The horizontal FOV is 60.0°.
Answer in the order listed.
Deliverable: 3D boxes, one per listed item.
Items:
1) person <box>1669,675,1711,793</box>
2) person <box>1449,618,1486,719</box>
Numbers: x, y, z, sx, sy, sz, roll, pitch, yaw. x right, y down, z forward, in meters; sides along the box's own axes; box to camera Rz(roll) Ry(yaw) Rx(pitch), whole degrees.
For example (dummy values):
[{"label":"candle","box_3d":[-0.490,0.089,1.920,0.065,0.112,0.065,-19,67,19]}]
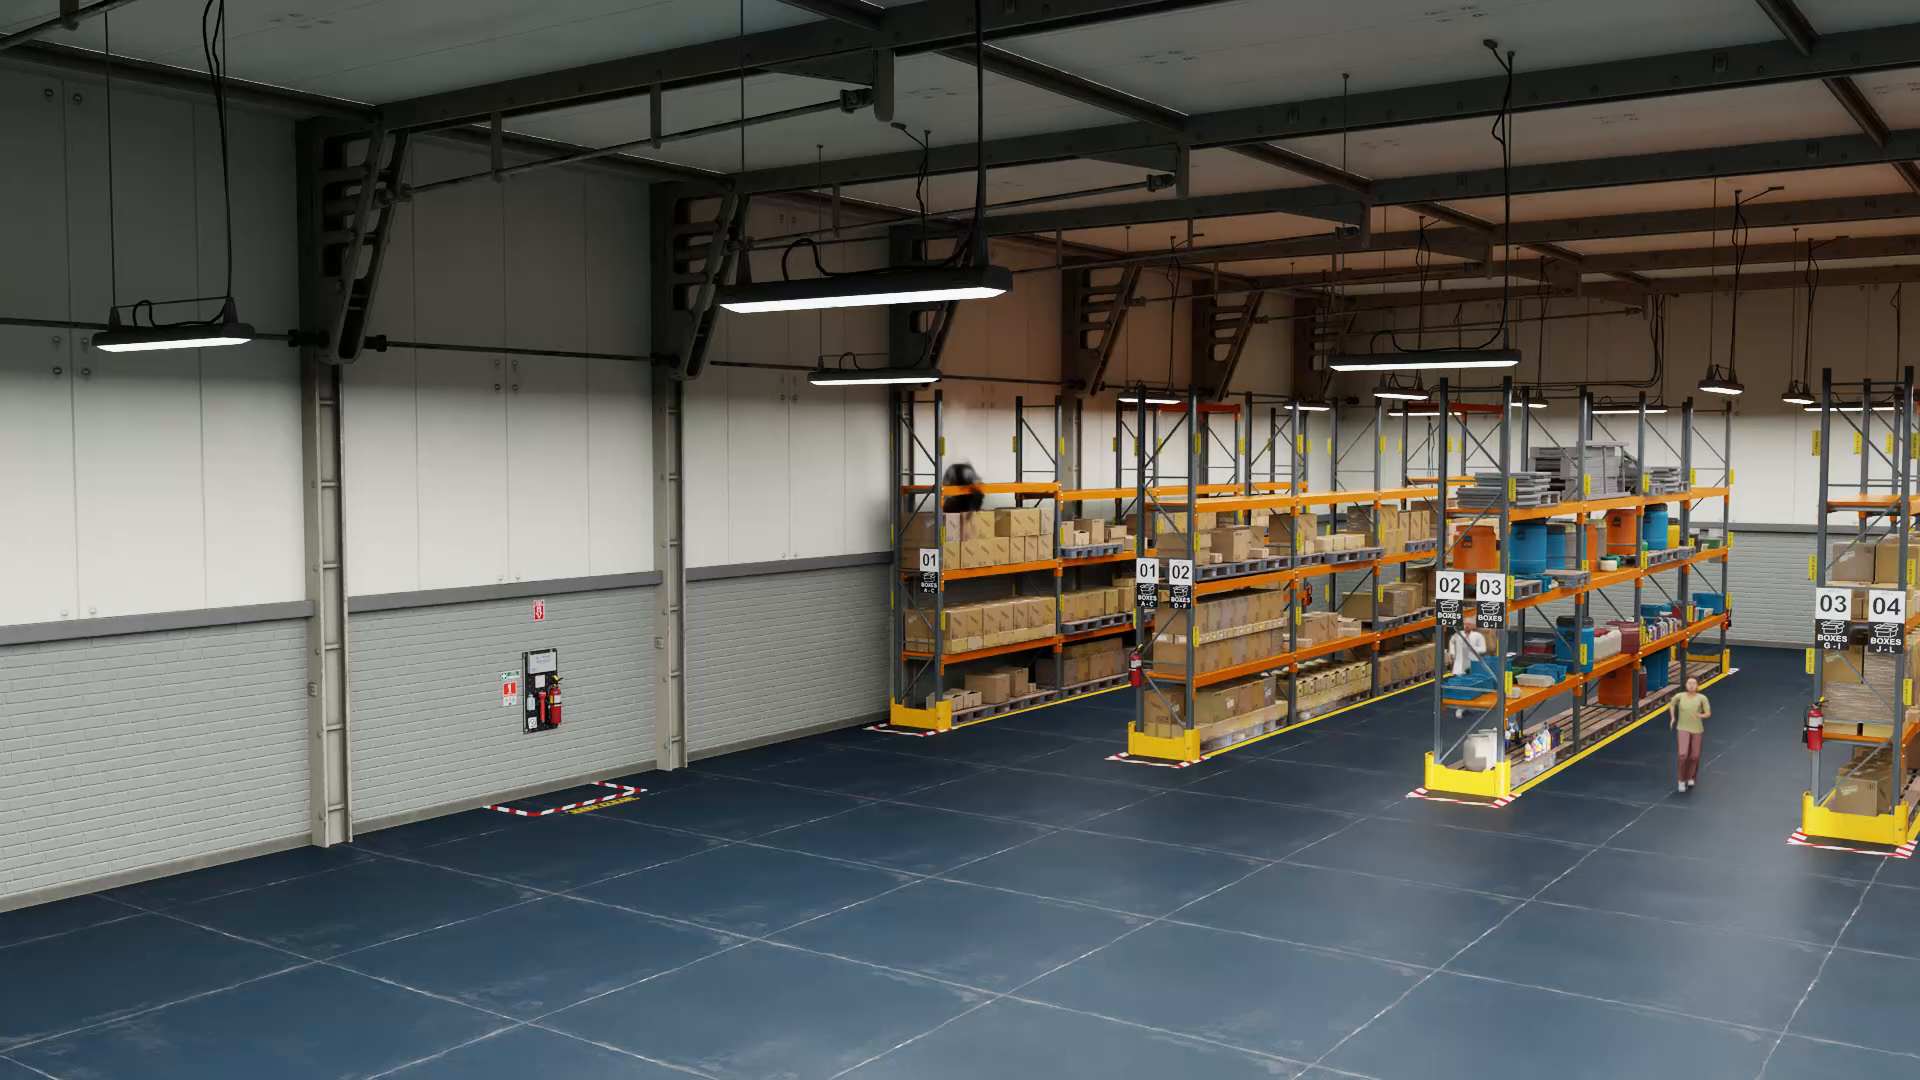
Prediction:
[{"label":"person","box_3d":[10.597,2.809,24.142,0.546,1.700,0.703,1,3,21]},{"label":"person","box_3d":[9.419,2.356,30.888,0.689,1.810,0.983,1,3,23]}]
